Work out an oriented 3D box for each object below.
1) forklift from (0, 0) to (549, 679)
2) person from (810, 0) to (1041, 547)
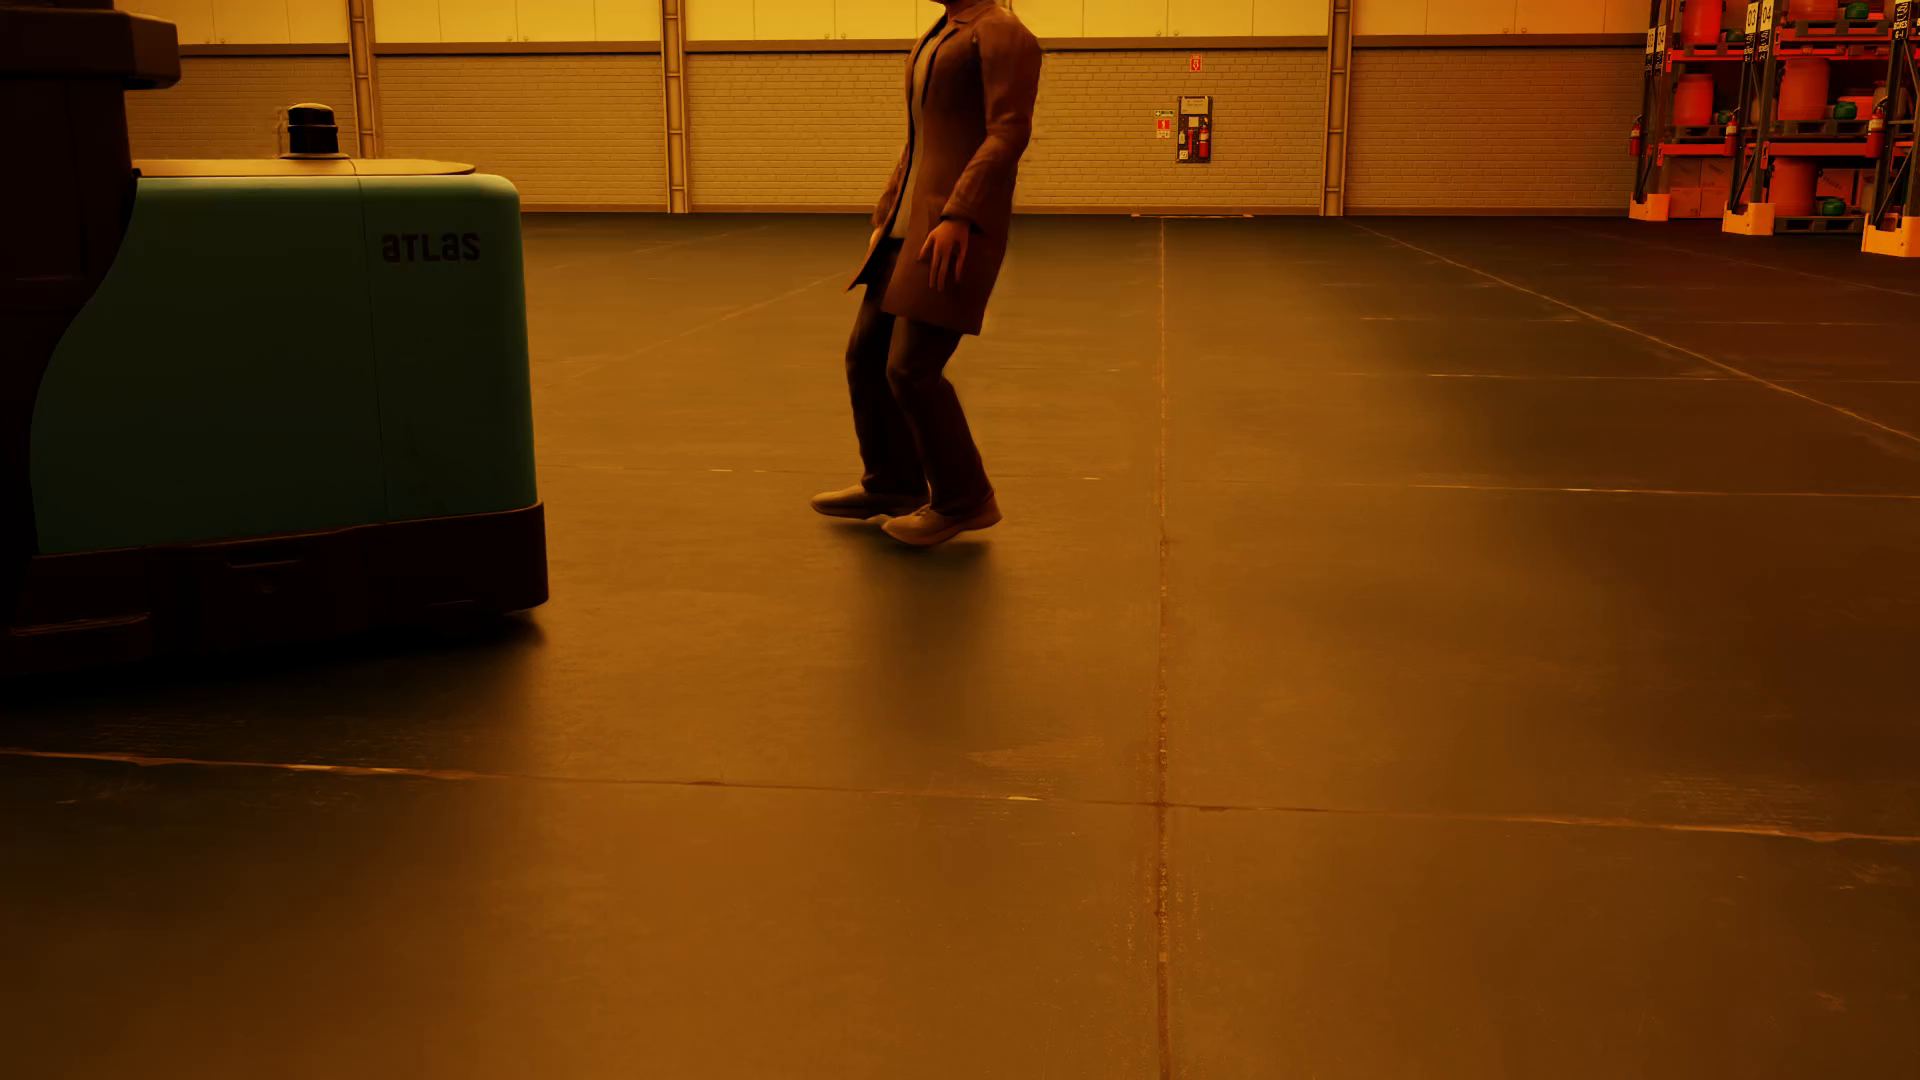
[{"bbox_3d":[-2.543,-1.148,3.420,3.031,2.935,1.130,-7,15,-27],"label":"forklift"},{"bbox_3d":[-0.100,-0.854,4.708,0.487,1.742,0.769,-5,14,-22],"label":"person"}]
